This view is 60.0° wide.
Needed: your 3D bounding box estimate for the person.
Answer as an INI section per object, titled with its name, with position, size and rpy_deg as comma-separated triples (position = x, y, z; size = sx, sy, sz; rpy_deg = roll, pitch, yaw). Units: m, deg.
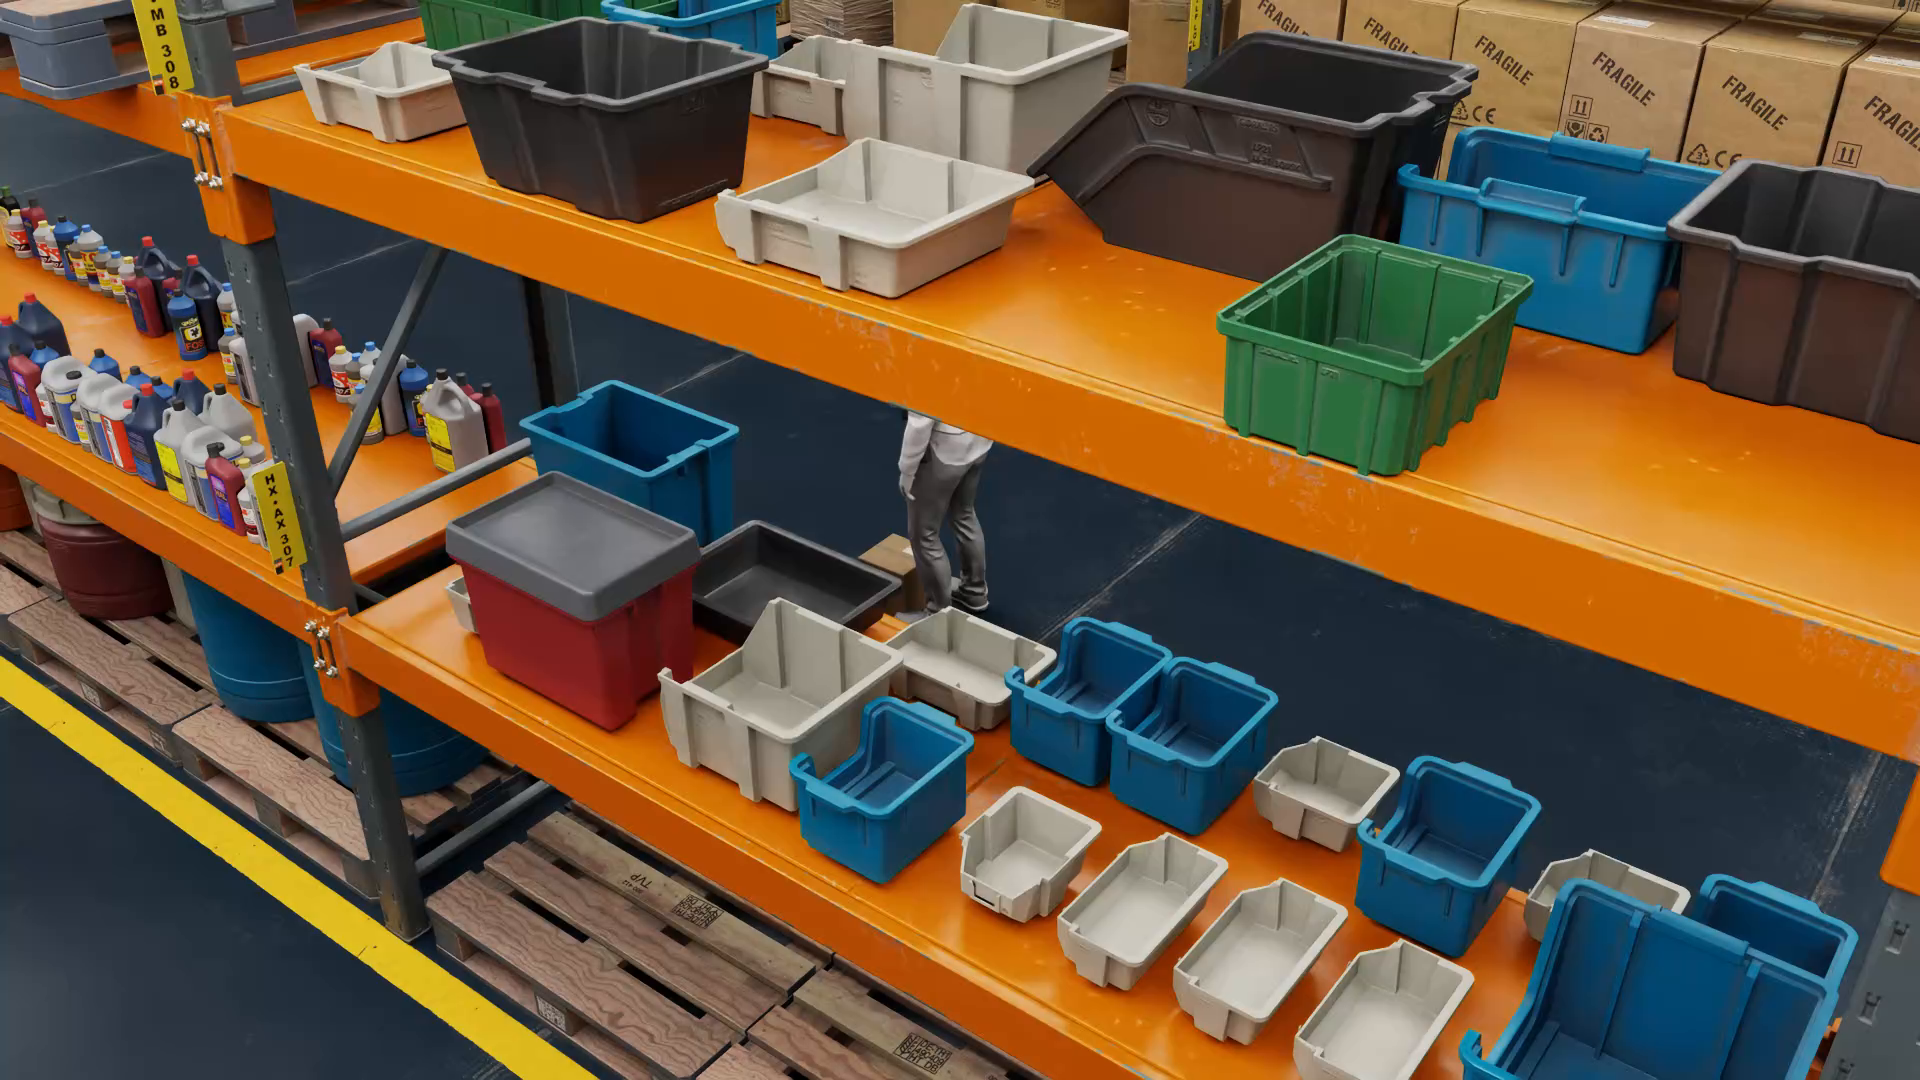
[person]
position = -0.071, -0.363, 6.733
size = 0.375, 1.662, 0.542
rpy_deg = 19, 36, 28
